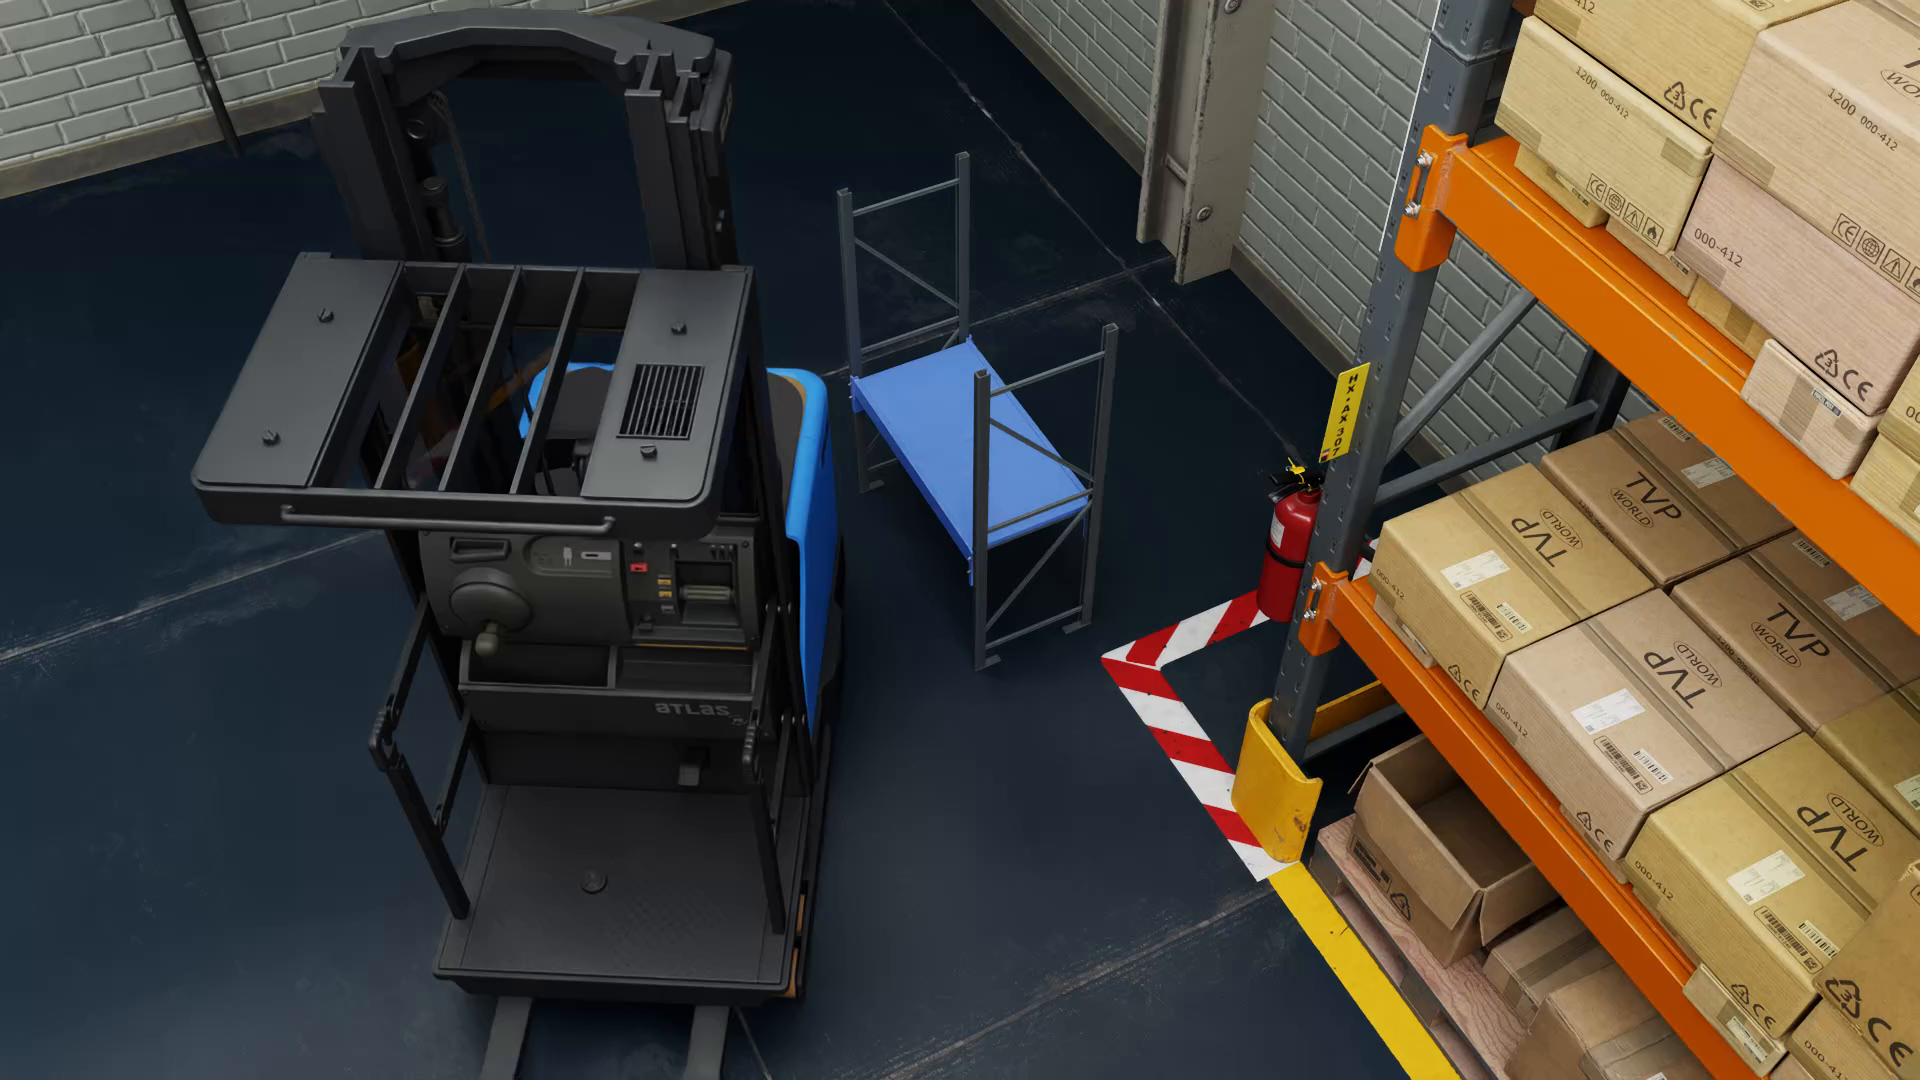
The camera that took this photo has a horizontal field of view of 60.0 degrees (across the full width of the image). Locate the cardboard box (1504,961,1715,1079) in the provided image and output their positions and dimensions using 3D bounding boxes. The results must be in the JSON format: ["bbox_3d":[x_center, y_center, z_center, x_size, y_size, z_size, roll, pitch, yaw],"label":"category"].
[{"bbox_3d":[2.045,1.479,4.738,0.700,0.500,0.500,-19,52,-16],"label":"cardboard box"}]

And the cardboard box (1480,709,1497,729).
[{"bbox_3d":[1.557,0.318,4.538,0.380,0.149,0.250,-20,52,-17],"label":"cardboard box"}]

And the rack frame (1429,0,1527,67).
[{"bbox_3d":[1.493,-2.208,2.596,1.000,3.000,0.127,-21,52,-18],"label":"rack frame"}]

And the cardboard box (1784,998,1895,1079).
[{"bbox_3d":[2.179,1.125,3.568,0.500,0.250,0.500,-22,53,-18],"label":"cardboard box"}]

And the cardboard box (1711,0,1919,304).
[{"bbox_3d":[1.688,-0.703,2.842,0.500,0.250,0.500,-22,52,-18],"label":"cardboard box"}]

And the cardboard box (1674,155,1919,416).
[{"bbox_3d":[1.704,-0.545,3.036,0.500,0.250,0.500,-20,52,-17],"label":"cardboard box"}]

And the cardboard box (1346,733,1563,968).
[{"bbox_3d":[1.688,0.893,5.249,0.797,0.503,0.637,-23,53,-19],"label":"cardboard box"}]

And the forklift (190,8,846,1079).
[{"bbox_3d":[-1.037,0.243,4.483,1.130,2.935,3.031,2,49,2],"label":"forklift"}]

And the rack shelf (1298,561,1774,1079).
[{"bbox_3d":[2.408,1.342,3.954,1.077,0.370,4.000,-21,52,-18],"label":"rack shelf"}]

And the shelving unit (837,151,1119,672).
[{"bbox_3d":[0.039,-0.437,6.028,0.538,1.500,1.048,-21,52,-18],"label":"shelving unit"}]

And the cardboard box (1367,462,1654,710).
[{"bbox_3d":[1.461,0.115,4.451,0.500,0.250,0.500,-21,52,-17],"label":"cardboard box"}]

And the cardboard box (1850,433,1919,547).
[{"bbox_3d":[1.826,-0.125,2.934,0.380,0.149,0.250,-21,52,-18],"label":"cardboard box"}]

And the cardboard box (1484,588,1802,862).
[{"bbox_3d":[1.692,0.452,4.156,0.500,0.250,0.500,-21,52,-17],"label":"cardboard box"}]

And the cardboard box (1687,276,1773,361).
[{"bbox_3d":[1.677,-0.500,3.262,0.380,0.149,0.250,-21,52,-17],"label":"cardboard box"}]

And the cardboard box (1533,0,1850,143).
[{"bbox_3d":[1.472,-1.050,3.146,0.500,0.250,0.500,-22,52,-18],"label":"cardboard box"}]

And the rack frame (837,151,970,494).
[{"bbox_3d":[-0.194,-0.777,6.326,0.500,1.500,0.032,-21,52,-18],"label":"rack frame"}]

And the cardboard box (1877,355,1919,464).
[{"bbox_3d":[1.927,-0.198,2.732,0.500,0.250,0.500,-23,53,-19],"label":"cardboard box"}]

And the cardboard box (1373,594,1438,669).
[{"bbox_3d":[1.399,0.164,4.673,0.380,0.149,0.250,-22,52,-18],"label":"cardboard box"}]

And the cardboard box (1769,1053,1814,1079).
[{"bbox_3d":[2.083,1.213,3.756,0.380,0.149,0.250,-20,52,-17],"label":"cardboard box"}]

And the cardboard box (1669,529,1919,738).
[{"bbox_3d":[2.174,0.280,4.307,0.500,0.250,0.500,-21,52,-17],"label":"cardboard box"}]

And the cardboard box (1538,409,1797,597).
[{"bbox_3d":[1.939,-0.065,4.609,0.500,0.250,0.500,-20,52,-16],"label":"cardboard box"}]

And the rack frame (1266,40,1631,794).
[{"bbox_3d":[1.493,-0.233,4.854,1.000,3.000,0.127,-21,52,-18],"label":"rack frame"}]

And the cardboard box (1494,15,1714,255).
[{"bbox_3d":[1.453,-0.878,3.327,0.500,0.250,0.500,-22,52,-18],"label":"cardboard box"}]

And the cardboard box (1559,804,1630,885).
[{"bbox_3d":[1.769,0.673,4.228,0.380,0.149,0.250,-20,52,-16],"label":"cardboard box"}]

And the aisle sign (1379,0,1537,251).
[{"bbox_3d":[1.200,-1.033,3.827,0.394,0.787,0.004,-21,52,-18],"label":"aisle sign"}]

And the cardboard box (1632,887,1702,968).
[{"bbox_3d":[1.895,0.848,4.075,0.380,0.149,0.250,-20,52,-17],"label":"cardboard box"}]

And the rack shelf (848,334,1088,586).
[{"bbox_3d":[0.039,-0.318,6.164,0.538,0.185,1.000,-21,52,-18],"label":"rack shelf"}]

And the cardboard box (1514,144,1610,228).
[{"bbox_3d":[1.432,-0.844,3.563,0.380,0.149,0.250,-20,52,-17],"label":"cardboard box"}]

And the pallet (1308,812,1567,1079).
[{"bbox_3d":[1.893,1.269,5.393,1.003,0.211,1.213,-21,52,-18],"label":"pallet"}]

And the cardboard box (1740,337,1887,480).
[{"bbox_3d":[1.700,-0.298,3.085,0.380,0.149,0.250,-20,52,-17],"label":"cardboard box"}]

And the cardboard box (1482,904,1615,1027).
[{"bbox_3d":[1.848,1.307,5.122,0.380,0.149,0.250,-23,53,-19],"label":"cardboard box"}]

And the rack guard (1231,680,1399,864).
[{"bbox_3d":[1.527,0.641,5.750,1.175,0.500,0.348,-21,52,-18],"label":"rack guard"}]

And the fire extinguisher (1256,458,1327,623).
[{"bbox_3d":[1.014,-0.024,4.970,0.296,0.674,0.183,-21,52,-18],"label":"fire extinguisher"}]

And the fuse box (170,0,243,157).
[{"bbox_3d":[-3.586,-2.488,7.682,0.539,1.711,0.414,-21,52,-18],"label":"fuse box"}]

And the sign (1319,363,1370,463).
[{"bbox_3d":[1.010,-0.331,4.364,0.100,0.325,0.005,-21,52,-18],"label":"sign"}]

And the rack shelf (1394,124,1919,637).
[{"bbox_3d":[2.408,0.355,2.825,1.077,0.370,4.000,-21,52,-18],"label":"rack shelf"}]

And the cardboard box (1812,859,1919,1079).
[{"bbox_3d":[2.147,0.872,3.291,0.500,0.500,0.500,-20,52,-17],"label":"cardboard box"}]

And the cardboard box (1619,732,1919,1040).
[{"bbox_3d":[1.926,0.790,3.861,0.500,0.250,0.500,-22,52,-18],"label":"cardboard box"}]

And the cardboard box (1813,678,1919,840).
[{"bbox_3d":[2.396,0.613,4.015,0.500,0.250,0.500,-20,52,-16],"label":"cardboard box"}]

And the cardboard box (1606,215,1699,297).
[{"bbox_3d":[1.575,-0.678,3.417,0.380,0.149,0.250,-20,52,-17],"label":"cardboard box"}]

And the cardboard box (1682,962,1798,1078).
[{"bbox_3d":[1.944,1.043,3.904,0.380,0.149,0.250,-23,53,-19],"label":"cardboard box"}]

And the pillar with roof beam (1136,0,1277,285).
[{"bbox_3d":[-2.768,-2.840,3.148,9.100,9.000,0.400,-21,52,-18],"label":"pillar with roof beam"}]

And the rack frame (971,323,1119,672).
[{"bbox_3d":[0.272,-0.096,5.731,0.500,1.500,0.032,-21,52,-18],"label":"rack frame"}]
